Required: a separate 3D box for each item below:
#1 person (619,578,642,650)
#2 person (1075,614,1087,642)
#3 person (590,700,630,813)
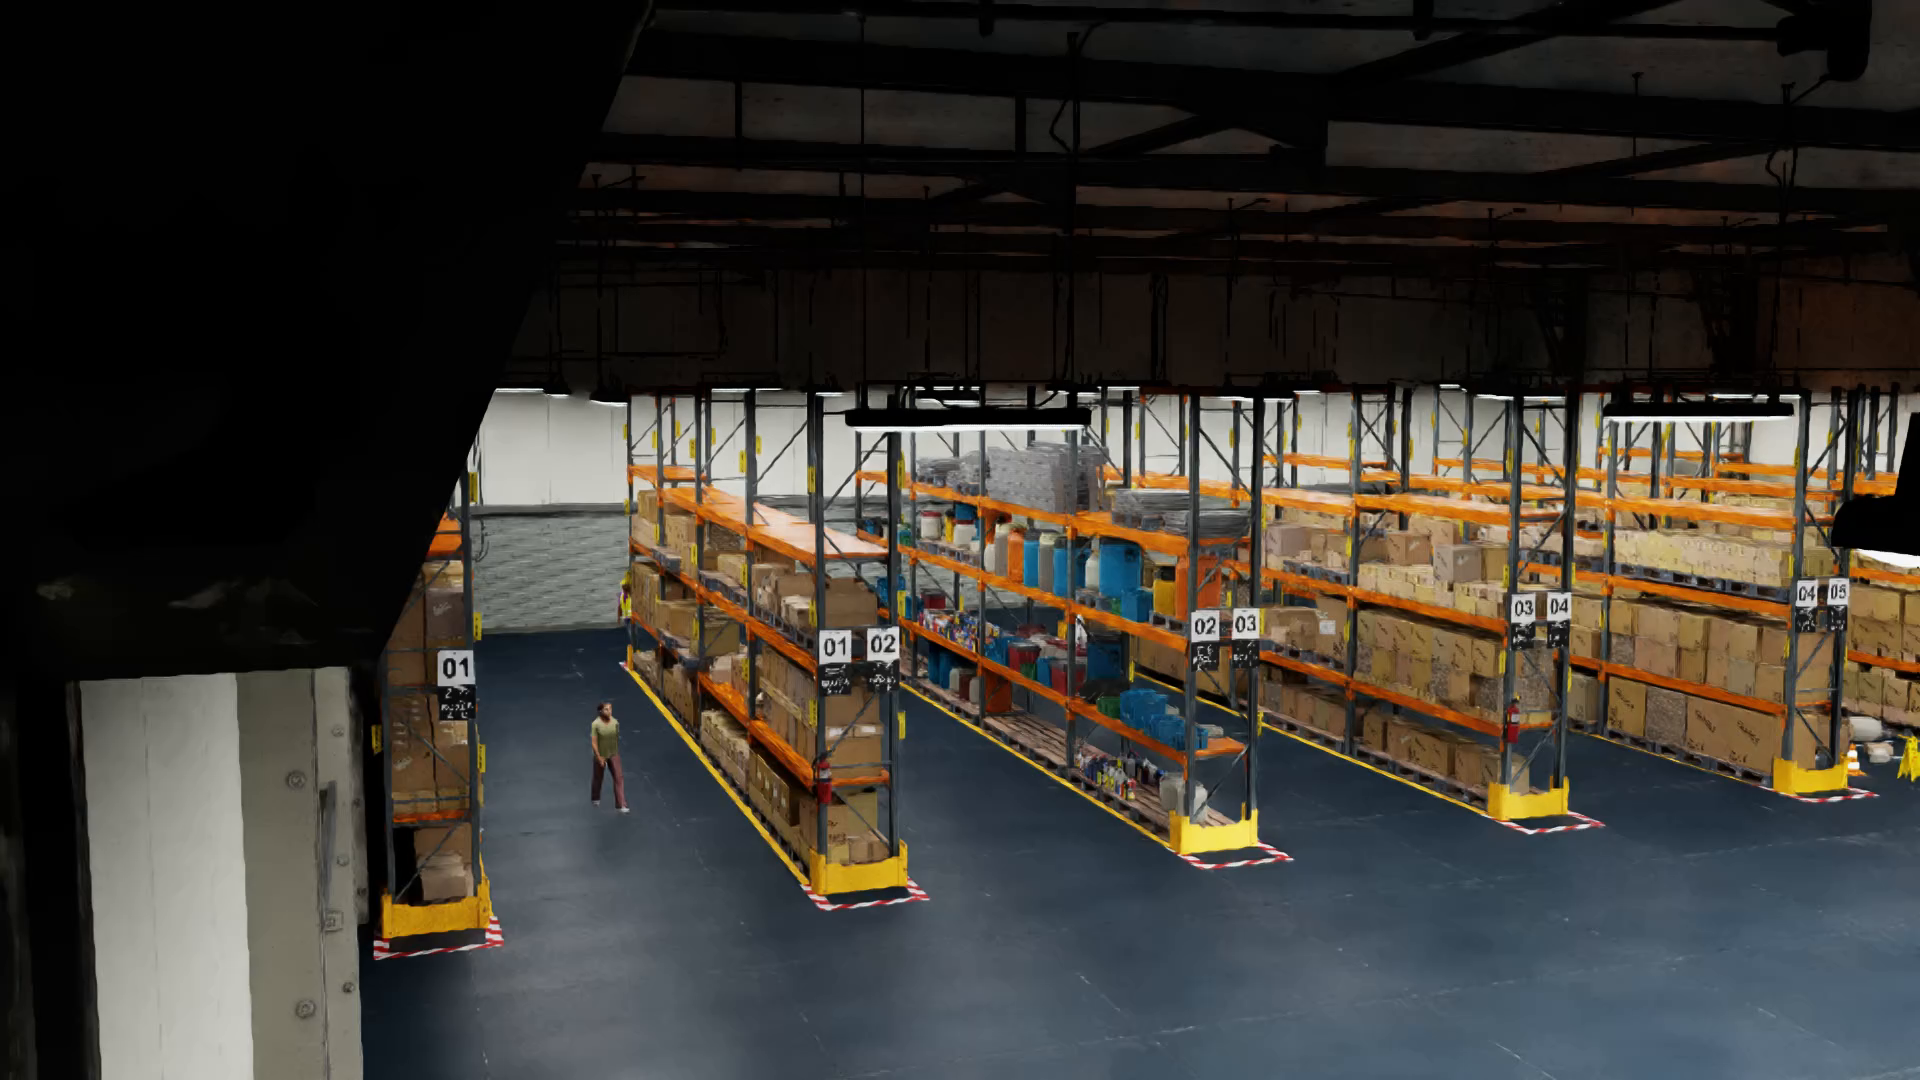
[{"bbox_3d":[-7.188,1.704,36.428,0.637,1.785,0.527,4,7,34],"label":"person"},{"bbox_3d":[2.367,2.015,33.737,0.561,1.648,0.591,0,6,1],"label":"person"},{"bbox_3d":[-5.052,3.072,23.722,0.446,1.604,1.015,-3,7,-27],"label":"person"}]
